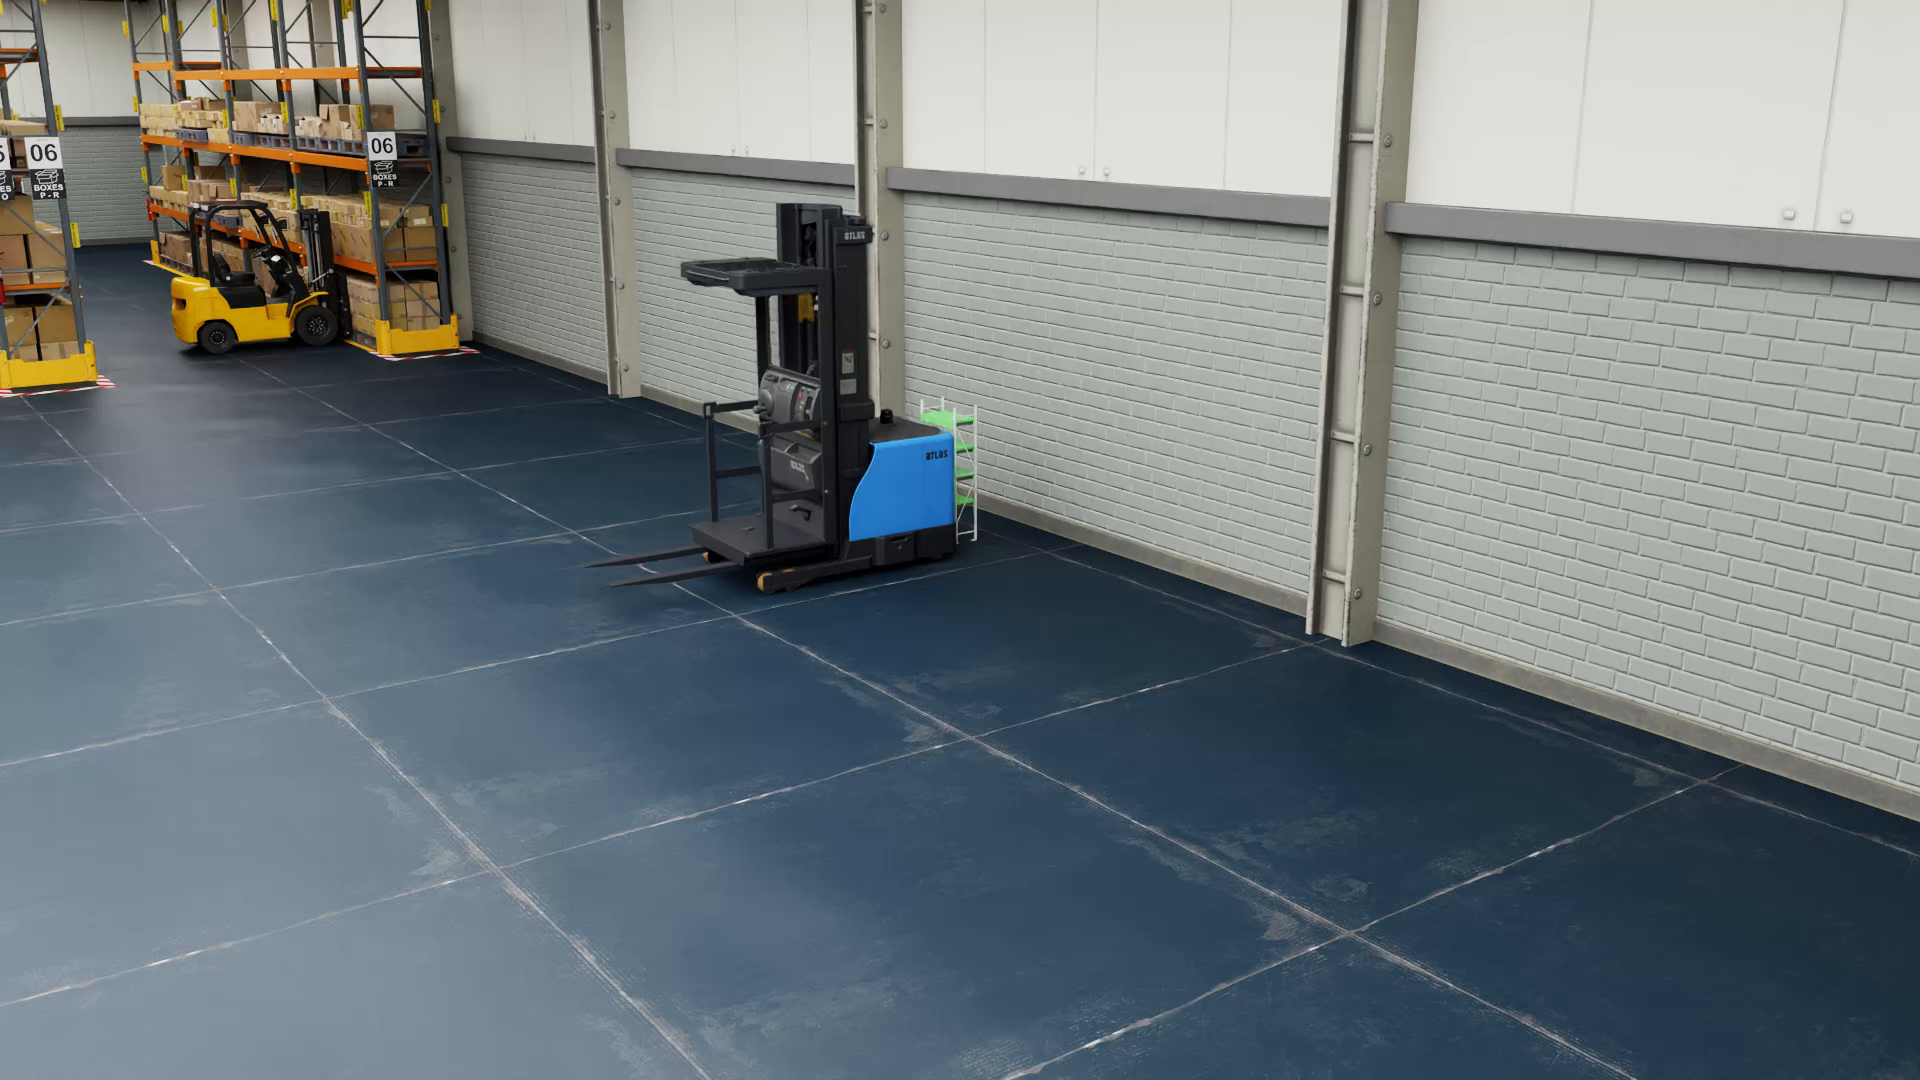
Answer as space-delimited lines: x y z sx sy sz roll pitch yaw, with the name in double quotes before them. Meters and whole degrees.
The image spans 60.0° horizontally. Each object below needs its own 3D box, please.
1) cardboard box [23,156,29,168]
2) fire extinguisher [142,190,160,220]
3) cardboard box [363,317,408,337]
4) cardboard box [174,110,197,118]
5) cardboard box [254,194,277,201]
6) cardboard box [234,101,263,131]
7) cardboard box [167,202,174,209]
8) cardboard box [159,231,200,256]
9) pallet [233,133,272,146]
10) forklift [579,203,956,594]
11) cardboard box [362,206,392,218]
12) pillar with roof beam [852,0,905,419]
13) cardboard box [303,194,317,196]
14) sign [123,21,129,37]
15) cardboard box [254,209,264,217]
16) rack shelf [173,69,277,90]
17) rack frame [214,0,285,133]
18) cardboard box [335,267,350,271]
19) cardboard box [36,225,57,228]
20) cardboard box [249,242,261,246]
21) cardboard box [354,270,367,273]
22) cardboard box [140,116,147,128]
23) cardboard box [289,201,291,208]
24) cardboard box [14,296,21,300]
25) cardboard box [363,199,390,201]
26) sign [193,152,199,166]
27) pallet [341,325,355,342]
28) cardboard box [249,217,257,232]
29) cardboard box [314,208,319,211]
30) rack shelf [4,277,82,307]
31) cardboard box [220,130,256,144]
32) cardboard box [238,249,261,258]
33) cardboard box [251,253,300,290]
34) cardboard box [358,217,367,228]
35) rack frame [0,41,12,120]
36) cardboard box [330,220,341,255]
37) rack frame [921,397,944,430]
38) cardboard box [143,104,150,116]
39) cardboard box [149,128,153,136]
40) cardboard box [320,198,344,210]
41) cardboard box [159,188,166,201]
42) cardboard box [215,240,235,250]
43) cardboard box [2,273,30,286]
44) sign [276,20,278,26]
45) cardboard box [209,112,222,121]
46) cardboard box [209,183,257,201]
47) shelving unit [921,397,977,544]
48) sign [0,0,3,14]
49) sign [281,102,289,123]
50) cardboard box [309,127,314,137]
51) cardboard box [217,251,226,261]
"cardboard box" -12.096 -4.984 21.899 0.380 0.149 0.250 -11 19 -34
"fire extinguisher" -18.018 -7.468 37.032 0.296 0.674 0.183 -11 19 -35
"cardboard box" -8.682 -3.236 25.132 0.500 0.250 0.500 -11 19 -34
"cardboard box" -15.385 -8.459 33.047 0.380 0.149 0.250 -10 18 -33
"cardboard box" -12.411 -6.103 29.774 0.380 0.149 0.250 -11 19 -34
"cardboard box" -12.625 -7.570 29.697 0.500 0.500 0.500 -11 19 -34
"cardboard box" -16.698 -7.156 35.514 0.380 0.149 0.250 -10 18 -33
"cardboard box" -17.275 -6.579 36.863 0.797 0.503 0.637 -12 19 -37
"pallet" -12.383 -7.242 30.029 1.213 0.211 1.003 -10 18 -32
"forklift" -1.542 -1.150 13.227 3.031 2.935 1.130 -10 18 -32
"cardboard box" -8.702 -4.905 24.834 0.380 0.149 0.250 -11 19 -34
"pillar with roof beam" -4.257 -4.260 13.096 9.100 9.000 0.400 -11 19 -35
"cardboard box" -11.646 -6.087 29.716 0.380 0.149 0.250 -11 19 -35
"sign" -17.997 -11.023 35.887 0.100 0.325 0.005 -11 19 -35
"cardboard box" -12.204 -5.832 29.538 0.500 0.250 0.500 -11 19 -36
"rack shelf" -14.030 -8.798 31.795 1.077 0.370 4.000 -11 19 -35
"rack frame" -12.854 -8.911 30.086 1.000 3.000 0.127 -11 19 -35
"cardboard box" -10.179 -4.259 26.973 0.500 0.250 0.500 -11 19 -34
"cardboard box" -12.825 -4.092 23.093 0.500 0.500 0.500 -11 19 -36
"cardboard box" -13.712 -5.754 32.630 0.380 0.149 0.250 -11 19 -34
"cardboard box" -9.460 -4.231 26.870 0.500 0.250 0.500 -11 19 -34
"cardboard box" -17.518 -9.106 36.203 0.500 0.250 0.500 -11 19 -35
"cardboard box" -11.150 -5.675 28.211 0.380 0.149 0.250 -11 19 -35
"cardboard box" -13.446 -3.126 23.308 0.500 0.500 0.500 -11 19 -36
"cardboard box" -9.220 -5.309 26.309 0.380 0.149 0.250 -10 18 -33
"sign" -17.097 -8.518 37.224 0.100 0.325 0.005 -11 19 -35
"pallet" -9.347 -3.381 26.529 1.003 0.211 1.213 -11 19 -35
"cardboard box" -12.499 -5.704 30.018 0.500 0.250 0.500 -11 19 -36
"cardboard box" -10.113 -5.245 26.638 0.380 0.149 0.250 -10 18 -33
"rack shelf" -13.339 -3.618 23.474 1.077 0.370 4.000 -11 19 -35
"cardboard box" -13.352 -7.463 30.765 0.500 0.250 0.500 -12 19 -36
"cardboard box" -13.349 -5.393 31.309 0.380 0.149 0.250 -12 19 -37
"cardboard box" -12.498 -4.939 30.642 0.875 0.625 0.625 -10 18 -33
"cardboard box" -8.755 -4.750 24.832 0.380 0.149 0.250 -11 18 -34
"rack frame" -14.515 -7.285 24.148 1.000 3.000 0.127 -11 19 -35
"cardboard box" -9.556 -4.749 26.054 0.500 0.500 0.500 -11 19 -34
"rack frame" -0.241 -0.666 14.737 0.240 1.200 0.015 -11 19 -35
"cardboard box" -17.216 -9.239 35.742 0.500 0.250 0.500 -11 19 -35
"cardboard box" -17.183 -8.768 35.724 0.380 0.149 0.250 -10 18 -33
"cardboard box" -9.928 -5.336 26.410 0.380 0.149 0.250 -11 19 -35
"cardboard box" -16.912 -7.442 35.807 0.500 0.250 0.500 -11 19 -36
"cardboard box" -14.536 -5.847 32.969 0.380 0.149 0.250 -11 19 -35
"cardboard box" -12.556 -3.463 22.023 0.380 0.149 0.250 -10 18 -33
"sign" -12.407 -9.524 30.260 0.100 0.325 0.005 -11 19 -35
"cardboard box" -13.908 -7.978 31.328 0.380 0.149 0.250 -11 19 -36
"cardboard box" -13.963 -6.589 31.978 0.797 0.503 0.637 -11 19 -36
"shelving unit" -0.097 -0.614 14.547 0.258 1.200 0.503 -11 19 -35
"sign" -14.065 -7.854 24.307 0.100 0.325 0.005 -11 19 -35
"sign" -10.935 -6.925 26.937 0.100 0.325 0.005 -11 19 -35
"cardboard box" -10.032 -6.432 26.204 0.380 0.149 0.250 -10 18 -33
"cardboard box" -14.193 -5.399 32.559 0.500 0.500 0.500 -12 19 -37
